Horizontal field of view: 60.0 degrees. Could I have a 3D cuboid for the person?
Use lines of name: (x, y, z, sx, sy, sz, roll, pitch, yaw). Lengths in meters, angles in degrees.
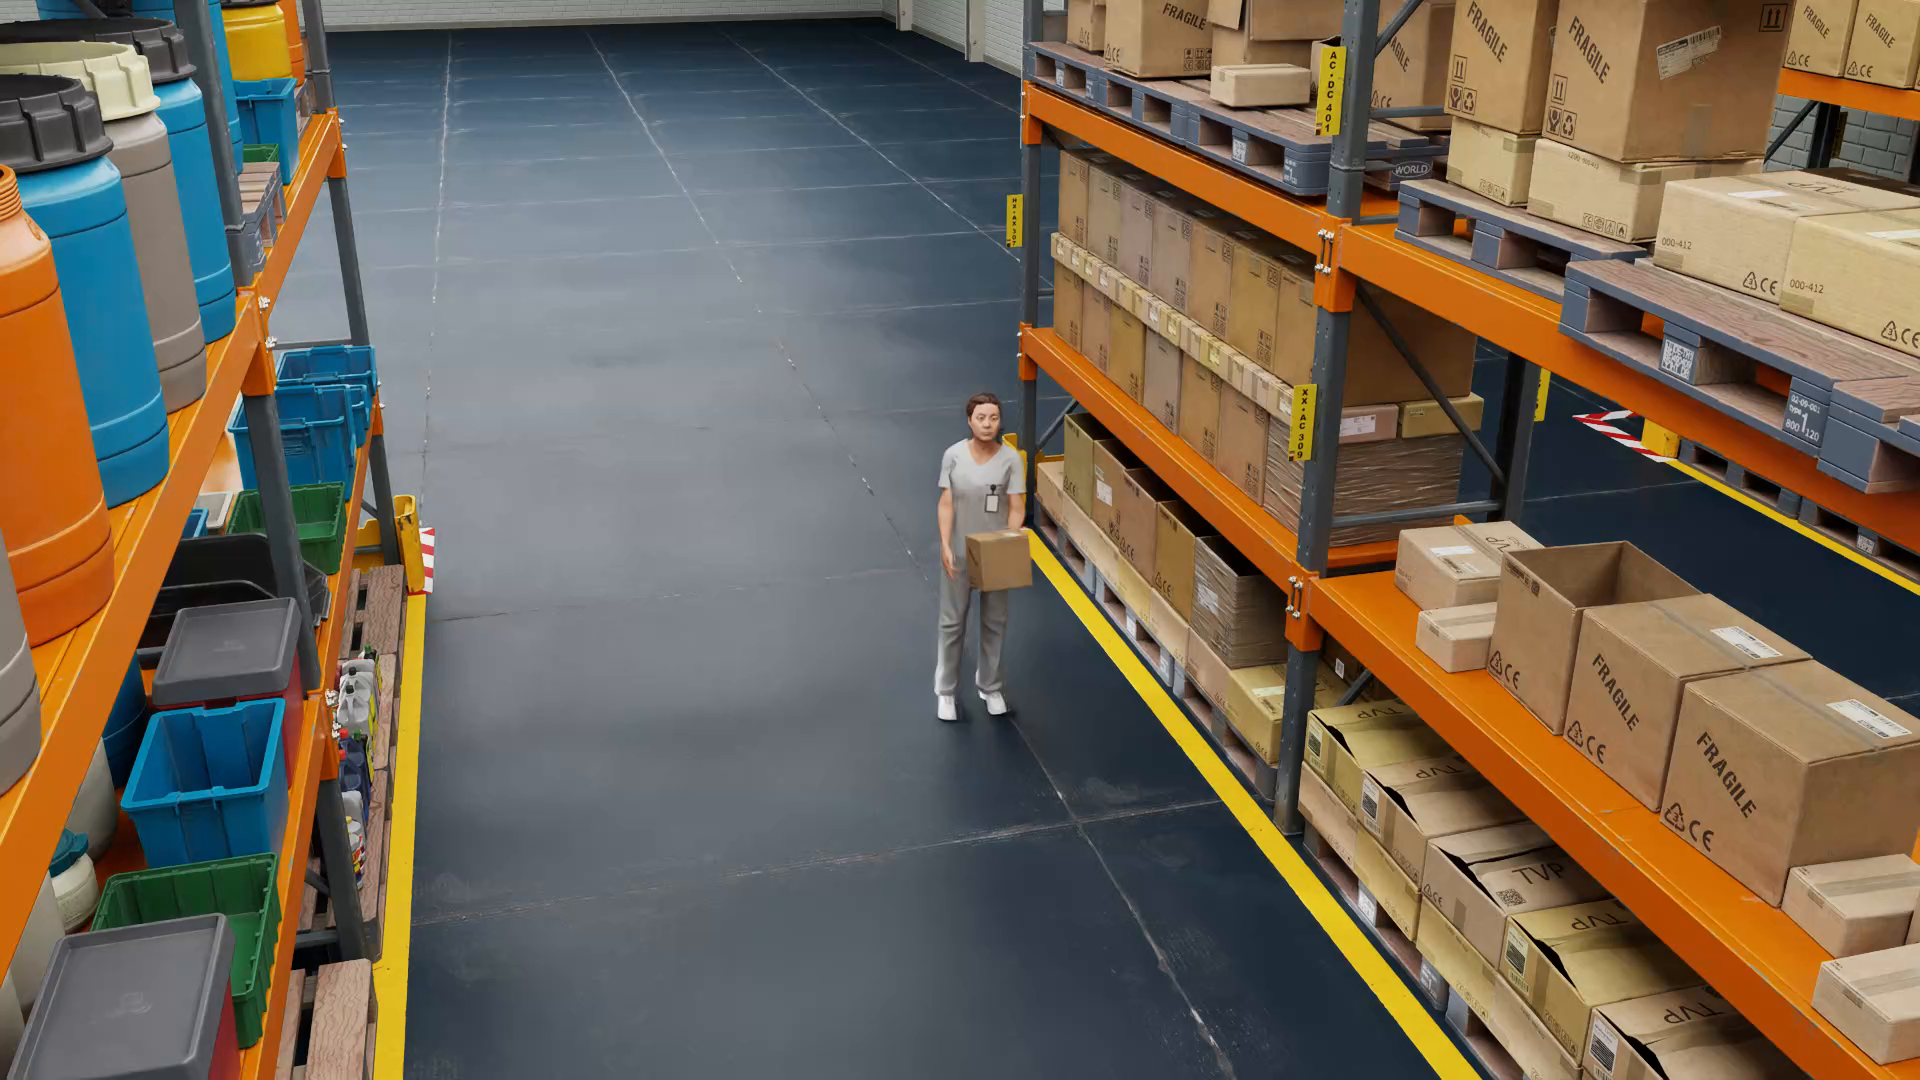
person: (0.099, 0.215, 8.417, 0.465, 1.420, 0.487, 2, 23, 4)
